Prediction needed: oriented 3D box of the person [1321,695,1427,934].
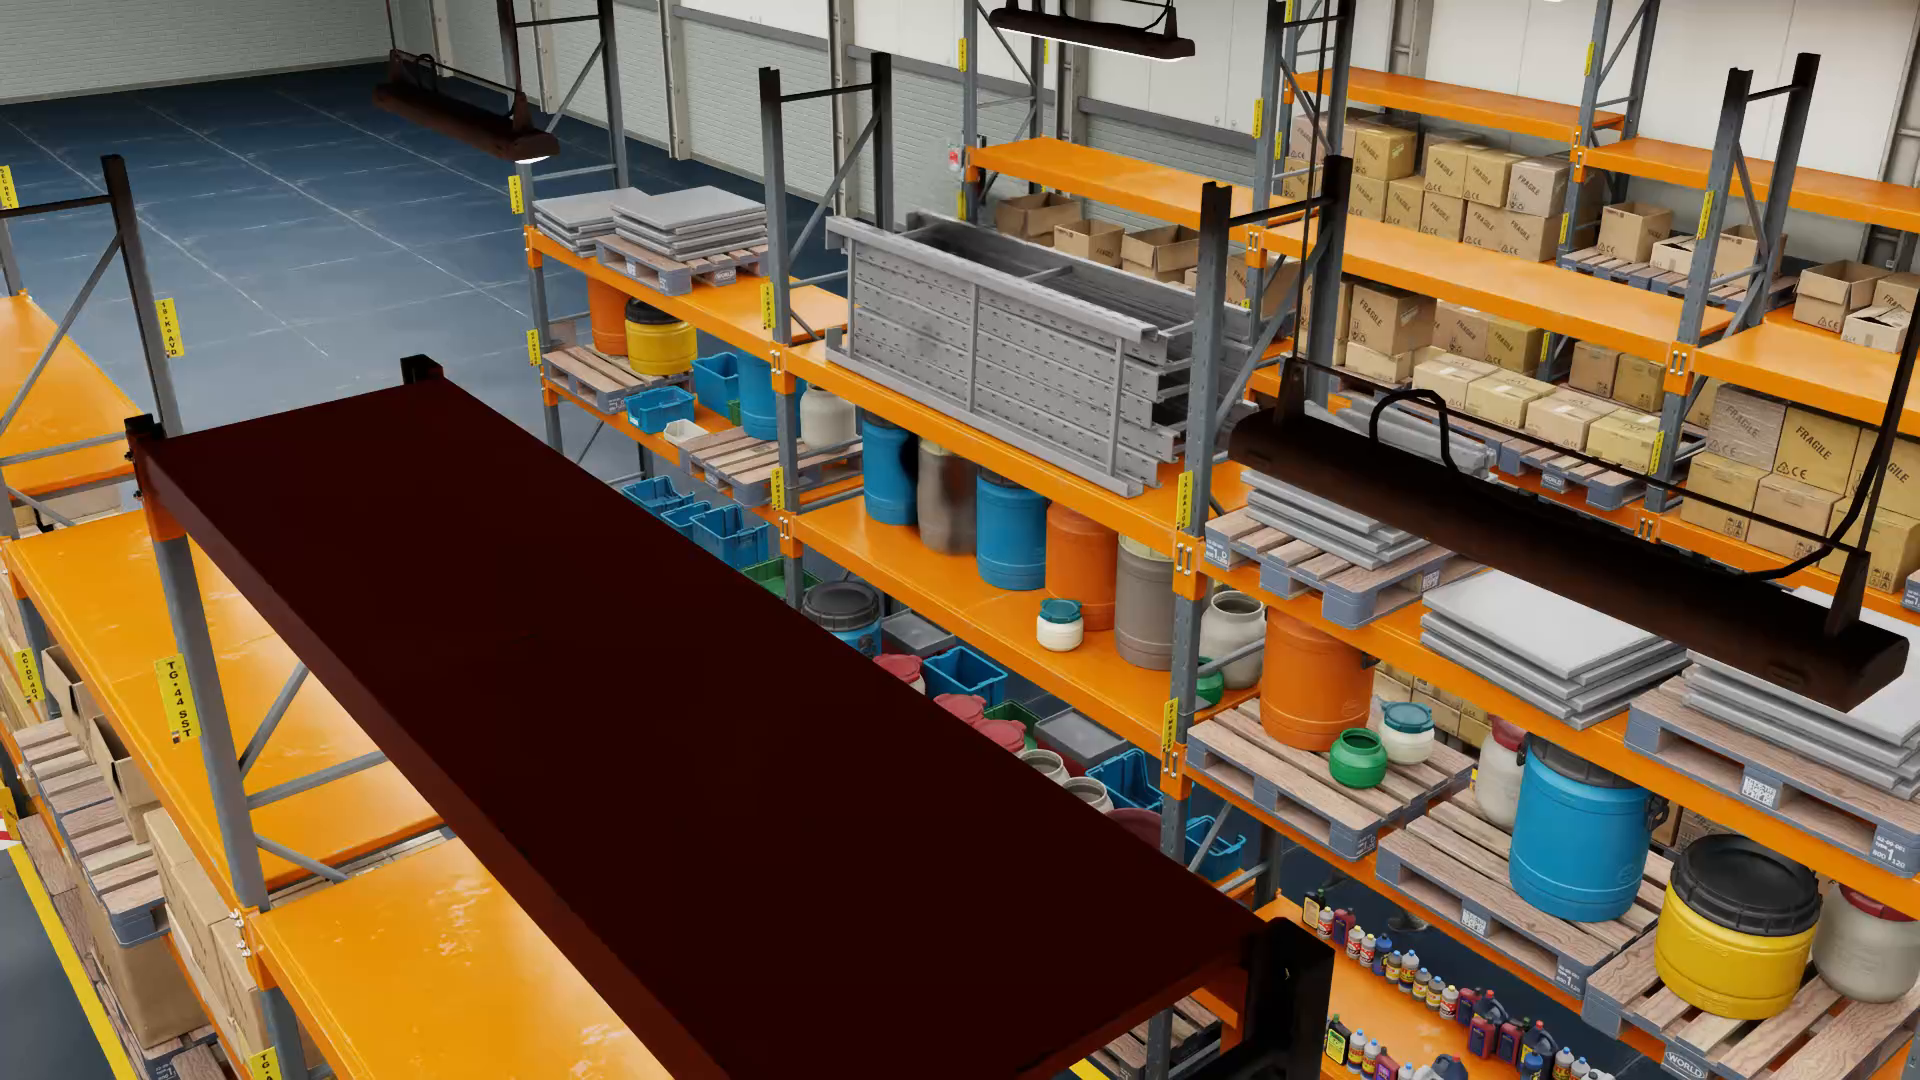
[{"bbox_3d":[2.973,1.977,11.809,0.959,1.794,0.654,23,34,39],"label":"person"}]
